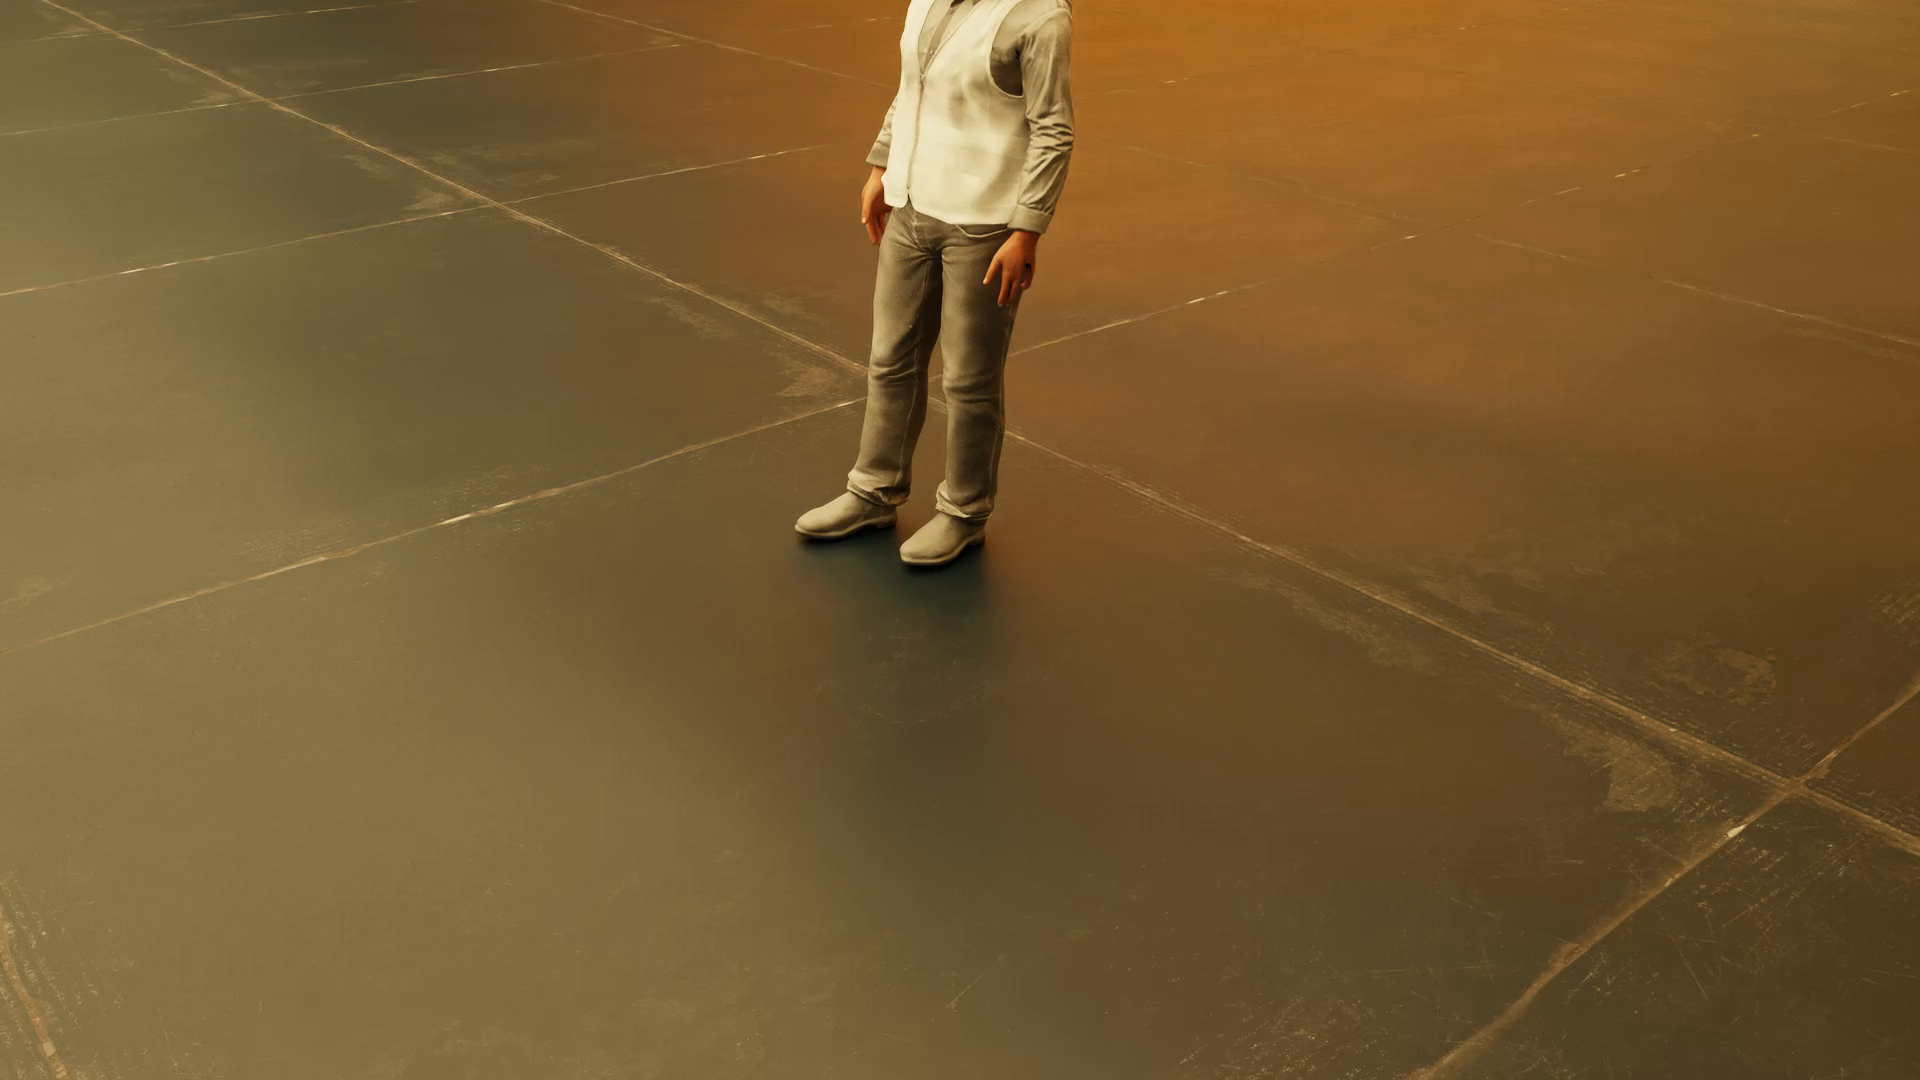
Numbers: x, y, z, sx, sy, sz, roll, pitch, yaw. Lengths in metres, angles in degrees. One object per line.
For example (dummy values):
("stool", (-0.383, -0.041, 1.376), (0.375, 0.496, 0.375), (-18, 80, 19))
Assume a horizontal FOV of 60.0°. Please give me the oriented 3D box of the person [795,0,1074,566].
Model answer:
("person", (-0.053, -0.786, 4.072), (0.566, 1.775, 0.634), (-20, 33, -35))
